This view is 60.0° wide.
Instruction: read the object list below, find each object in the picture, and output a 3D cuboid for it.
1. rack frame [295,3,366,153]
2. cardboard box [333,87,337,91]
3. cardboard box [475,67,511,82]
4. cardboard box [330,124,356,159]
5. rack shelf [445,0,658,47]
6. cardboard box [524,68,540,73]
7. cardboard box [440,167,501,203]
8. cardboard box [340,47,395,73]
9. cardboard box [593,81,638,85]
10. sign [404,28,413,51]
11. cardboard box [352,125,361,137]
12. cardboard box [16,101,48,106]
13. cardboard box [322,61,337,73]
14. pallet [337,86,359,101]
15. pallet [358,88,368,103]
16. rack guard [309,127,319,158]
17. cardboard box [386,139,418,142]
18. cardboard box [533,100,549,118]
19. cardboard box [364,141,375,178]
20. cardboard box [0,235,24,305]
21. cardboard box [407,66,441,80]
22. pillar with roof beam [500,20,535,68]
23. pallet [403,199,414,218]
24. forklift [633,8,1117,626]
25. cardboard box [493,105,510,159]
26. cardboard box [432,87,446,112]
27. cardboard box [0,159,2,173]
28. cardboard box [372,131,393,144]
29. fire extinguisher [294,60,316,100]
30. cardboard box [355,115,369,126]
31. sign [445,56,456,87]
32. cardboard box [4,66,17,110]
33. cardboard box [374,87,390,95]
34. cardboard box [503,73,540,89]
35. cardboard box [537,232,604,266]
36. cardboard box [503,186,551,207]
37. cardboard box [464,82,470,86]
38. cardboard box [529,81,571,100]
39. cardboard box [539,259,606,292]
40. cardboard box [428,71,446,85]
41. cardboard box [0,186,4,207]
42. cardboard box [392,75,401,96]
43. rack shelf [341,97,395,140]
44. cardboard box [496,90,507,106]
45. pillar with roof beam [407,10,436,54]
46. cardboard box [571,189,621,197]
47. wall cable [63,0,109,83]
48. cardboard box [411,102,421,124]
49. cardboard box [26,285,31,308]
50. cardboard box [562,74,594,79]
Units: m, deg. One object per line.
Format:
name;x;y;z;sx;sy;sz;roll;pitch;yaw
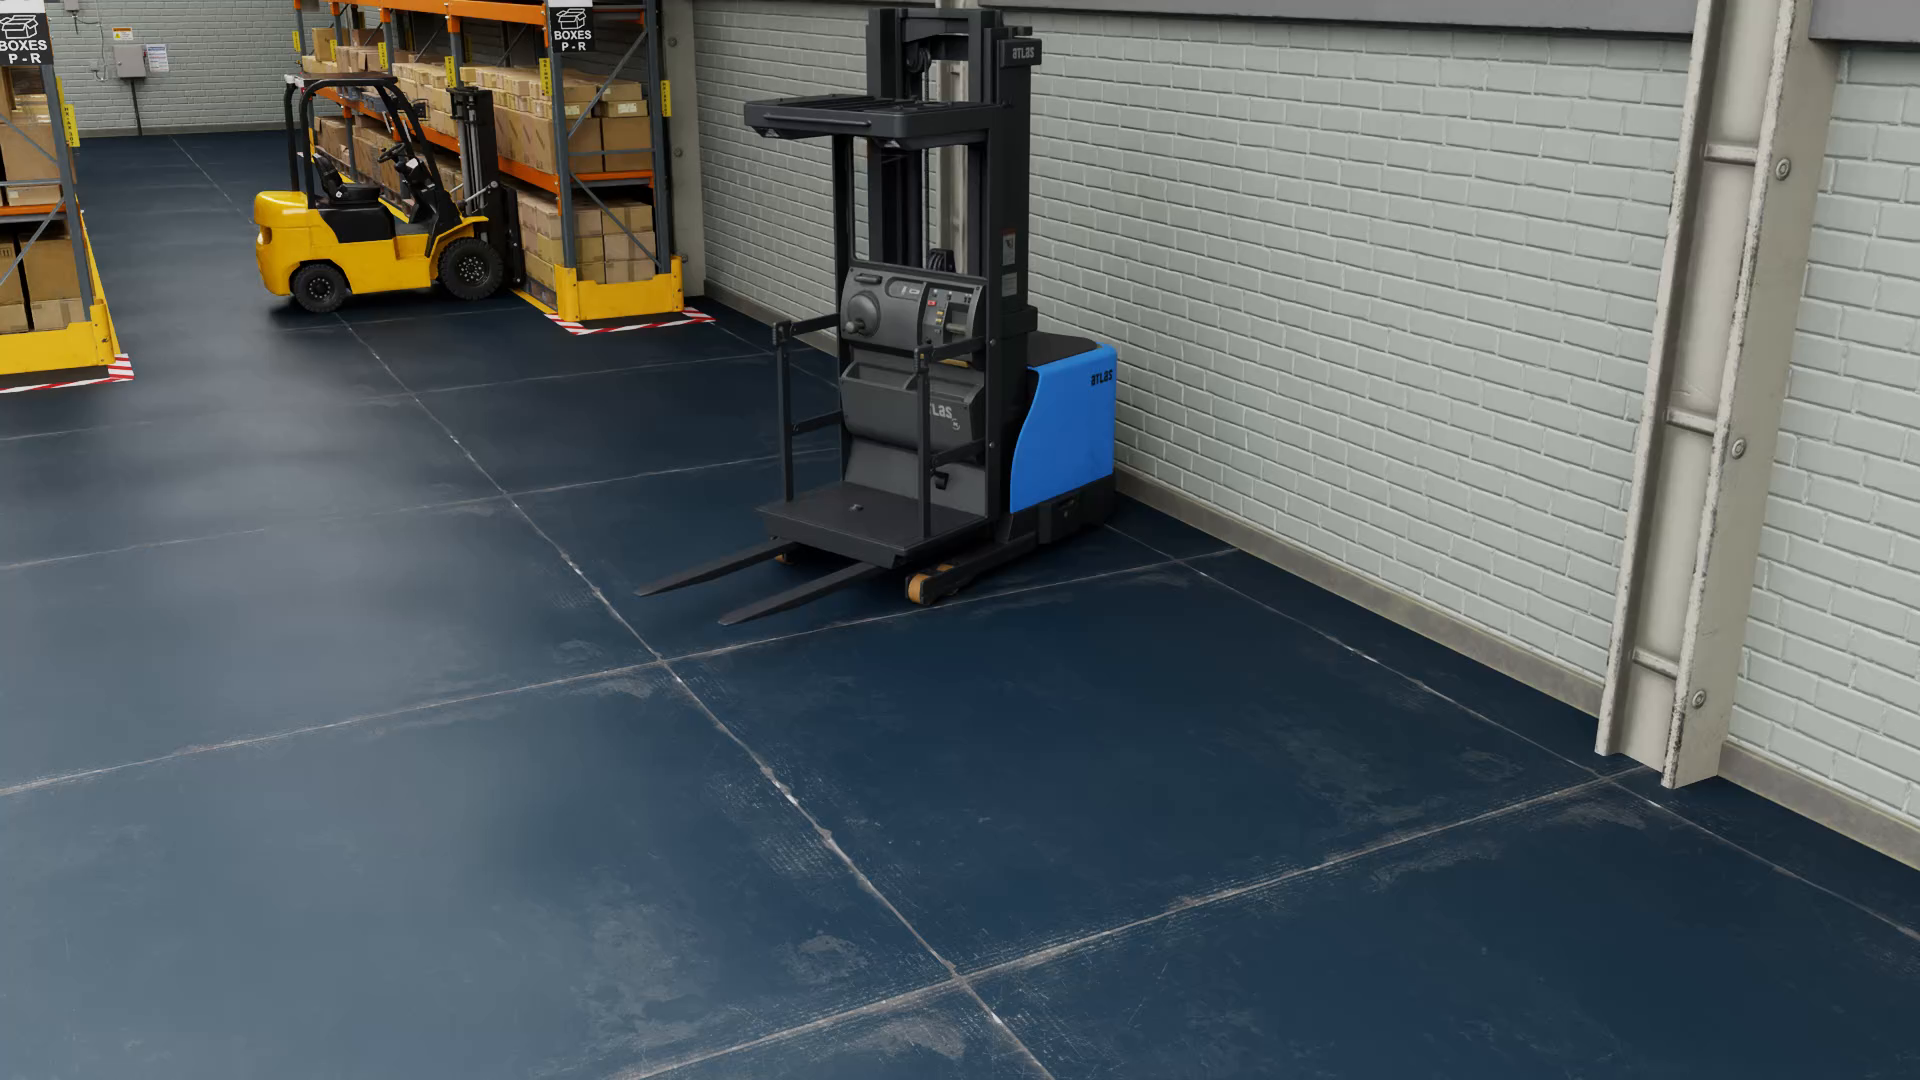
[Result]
rack frame;-10.846;-8.190;28.767;1.000;3.000;0.127;-10;21;-27
cardboard box;-9.608;-7.118;26.045;0.380;0.149;0.250;-9;21;-25
cardboard box;-5.038;-5.044;18.046;0.380;0.149;0.250;-10;21;-26
cardboard box;-9.774;-6.467;26.963;0.700;0.500;0.500;-11;22;-29
rack shelf;-4.198;-5.249;16.749;1.077;0.370;4.000;-10;21;-27
cardboard box;-4.510;-5.042;18.042;0.380;0.149;0.250;-10;22;-27
cardboard box;-5.767;-4.193;20.181;0.875;0.625;0.625;-10;22;-27
cardboard box;-8.668;-6.965;24.421;0.700;0.500;0.500;-10;21;-26
cardboard box;-3.291;-4.307;15.911;0.380;0.149;0.250;-9;21;-25
sign;-8.460;-7.676;25.503;0.100;0.325;0.005;-10;21;-27
cardboard box;-9.010;-6.221;25.255;0.380;0.149;0.250;-9;21;-24
cardboard box;-8.583;-3.779;15.376;0.500;0.500;0.500;-9;21;-25
cardboard box;-9.879;-7.507;26.561;0.500;0.250;0.500;-10;21;-27
pallet;-8.663;-6.705;24.757;1.003;0.211;1.213;-10;21;-27
pallet;-7.975;-6.360;23.759;1.003;0.211;1.213;-10;21;-27
rack guard;-10.810;-6.987;29.112;1.175;0.500;0.348;-10;21;-27
cardboard box;-7.747;-5.475;23.095;0.380;0.149;0.250;-11;22;-28
cardboard box;-3.807;-4.076;15.696;0.380;0.149;0.250;-10;21;-26
cardboard box;-8.420;-5.590;24.420;0.500;0.500;0.500;-11;22;-28
cardboard box;-8.225;-2.270;14.033;0.500;0.500;0.500;-10;21;-26
cardboard box;-6.747;-5.891;20.957;0.380;0.149;0.250;-10;21;-26
pillar with roof beam;-9.423;-7.828;18.521;9.100;9.000;0.400;-10;21;-27
pallet;-6.690;-4.333;21.865;1.003;0.211;1.213;-10;21;-27
forklift;-0.397;-1.227;8.695;1.130;2.935;3.031;15;24;37
cardboard box;-4.443;-4.185;17.007;0.500;0.500;0.500;-10;21;-26
cardboard box;-5.856;-5.158;19.446;0.500;0.250;0.500;-11;22;-28
cardboard box;-8.583;-3.417;14.325;0.500;0.500;0.500;-10;21;-27
cardboard box;-8.335;-5.856;24.197;0.380;0.149;0.250;-9;21;-25
fire extinguisher;-11.322;-7.948;28.756;0.296;0.674;0.183;-10;21;-27
cardboard box;-8.957;-6.371;25.234;0.380;0.149;0.250;-10;22;-28
sign;-5.620;-5.168;18.357;0.100;0.325;0.005;-10;21;-27
cardboard box;-8.730;-4.042;14.604;0.700;0.500;0.500;-10;21;-27
cardboard box;-7.697;-6.102;22.459;0.380;0.149;0.250;-10;21;-26
cardboard box;-4.442;-4.676;16.980;0.380;0.149;0.250;-10;21;-26
cardboard box;-3.754;-2.823;16.020;0.500;0.250;0.500;-10;22;-27
cardboard box;-4.471;-3.488;17.179;0.500;0.250;0.500;-10;22;-28
cardboard box;-5.228;-4.967;18.279;0.380;0.149;0.250;-10;22;-28
cardboard box;-3.896;-4.298;15.886;0.380;0.149;0.250;-9;21;-25
cardboard box;-3.749;-2.582;16.086;0.500;0.250;0.500;-10;21;-26
cardboard box;-6.138;-5.525;19.897;0.380;0.149;0.250;-10;21;-26
cardboard box;-7.980;-2.782;13.481;0.380;0.149;0.250;-9;21;-25
cardboard box;-7.073;-5.890;21.565;0.500;0.250;0.500;-10;21;-27
rack shelf;-7.997;-6.127;23.893;1.077;0.370;4.000;-10;21;-27
cardboard box;-4.511;-4.520;16.984;0.380;0.149;0.250;-10;22;-28
pillar with roof beam;-12.272;-9.550;23.513;9.100;9.000;0.400;-10;21;-27
cardboard box;-3.778;-3.424;16.993;0.500;0.250;0.500;-10;21;-27
wall cable;-16.668;-9.738;31.697;0.588;1.984;0.122;-10;21;-27
cardboard box;-6.566;-5.365;20.812;0.500;0.250;0.500;-11;22;-28
cardboard box;-8.260;-2.302;15.277;0.500;0.250;0.500;-8;21;-23
cardboard box;-3.929;-4.669;16.961;0.380;0.149;0.250;-10;21;-26
